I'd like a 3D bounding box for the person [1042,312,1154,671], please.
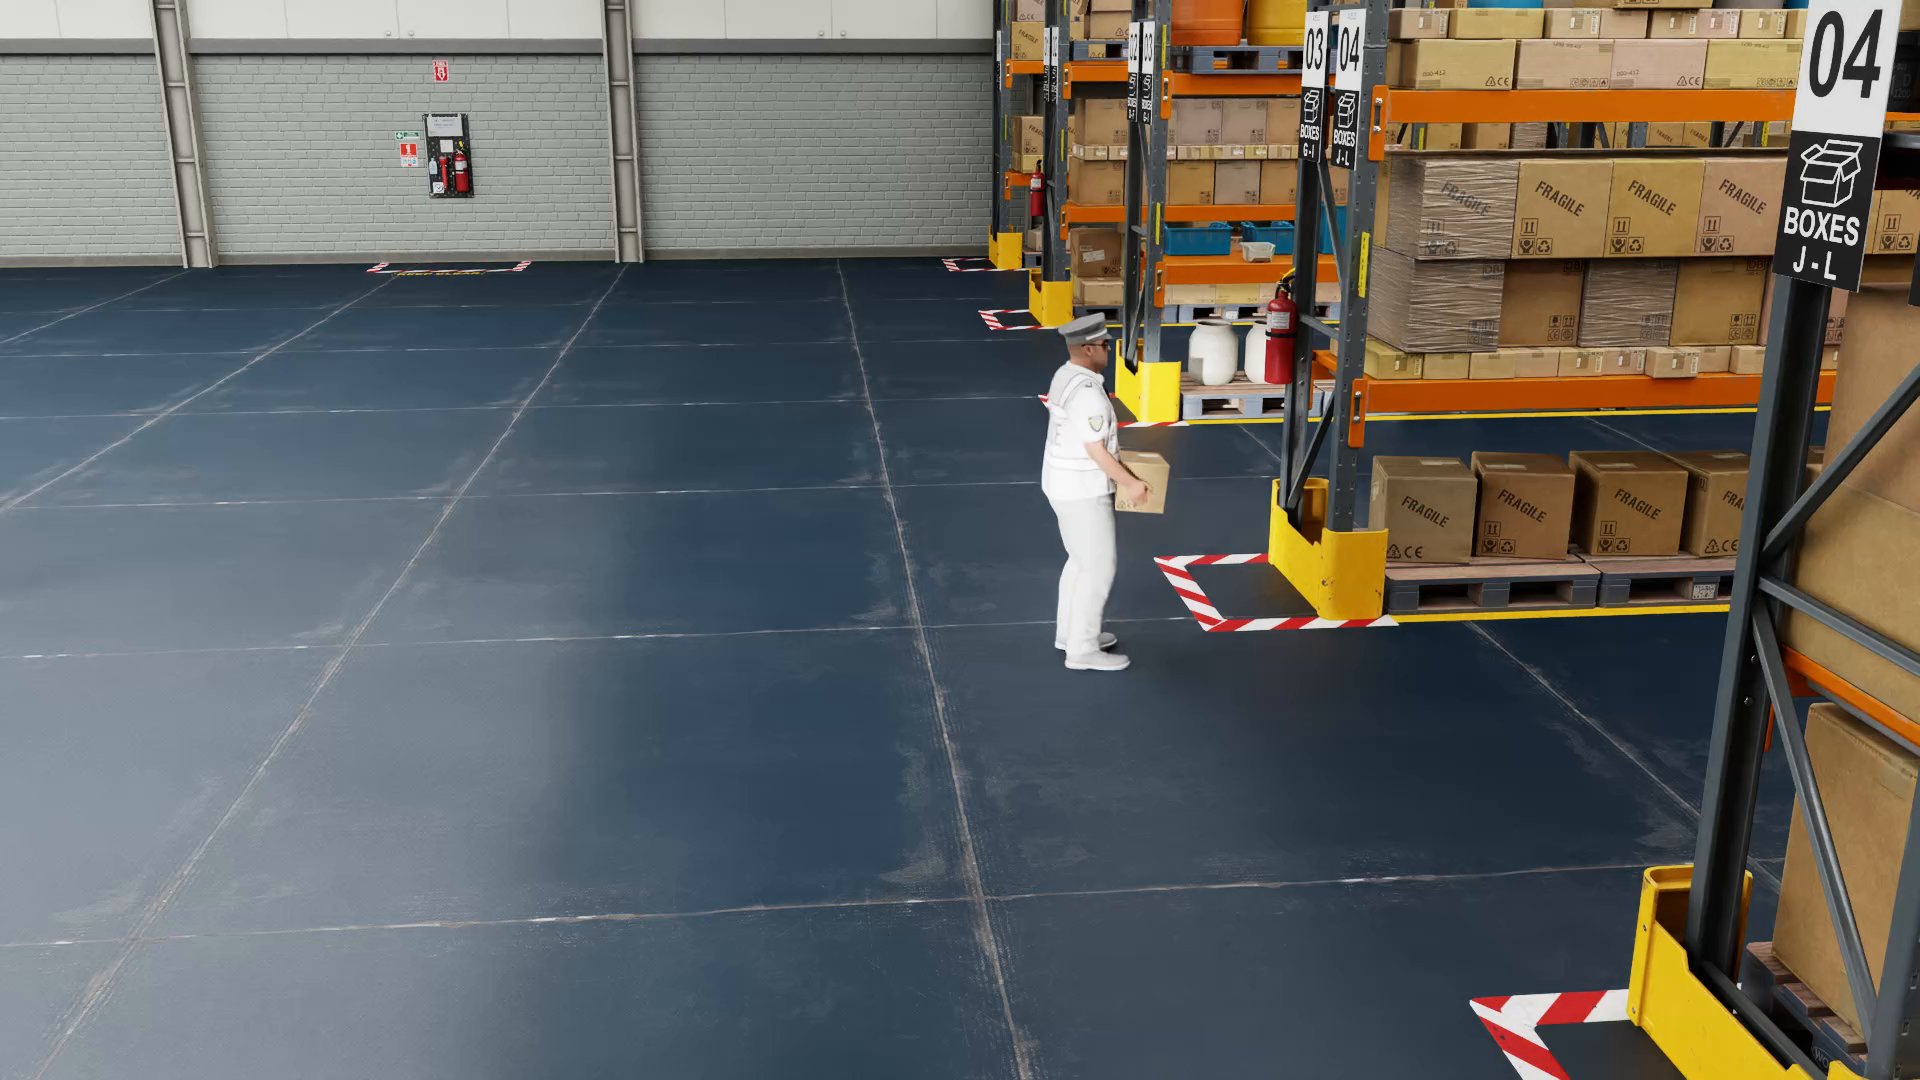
[{"bbox_3d":[0.683,-0.254,8.334,0.525,1.773,0.527,-2,17,-6],"label":"person"}]
